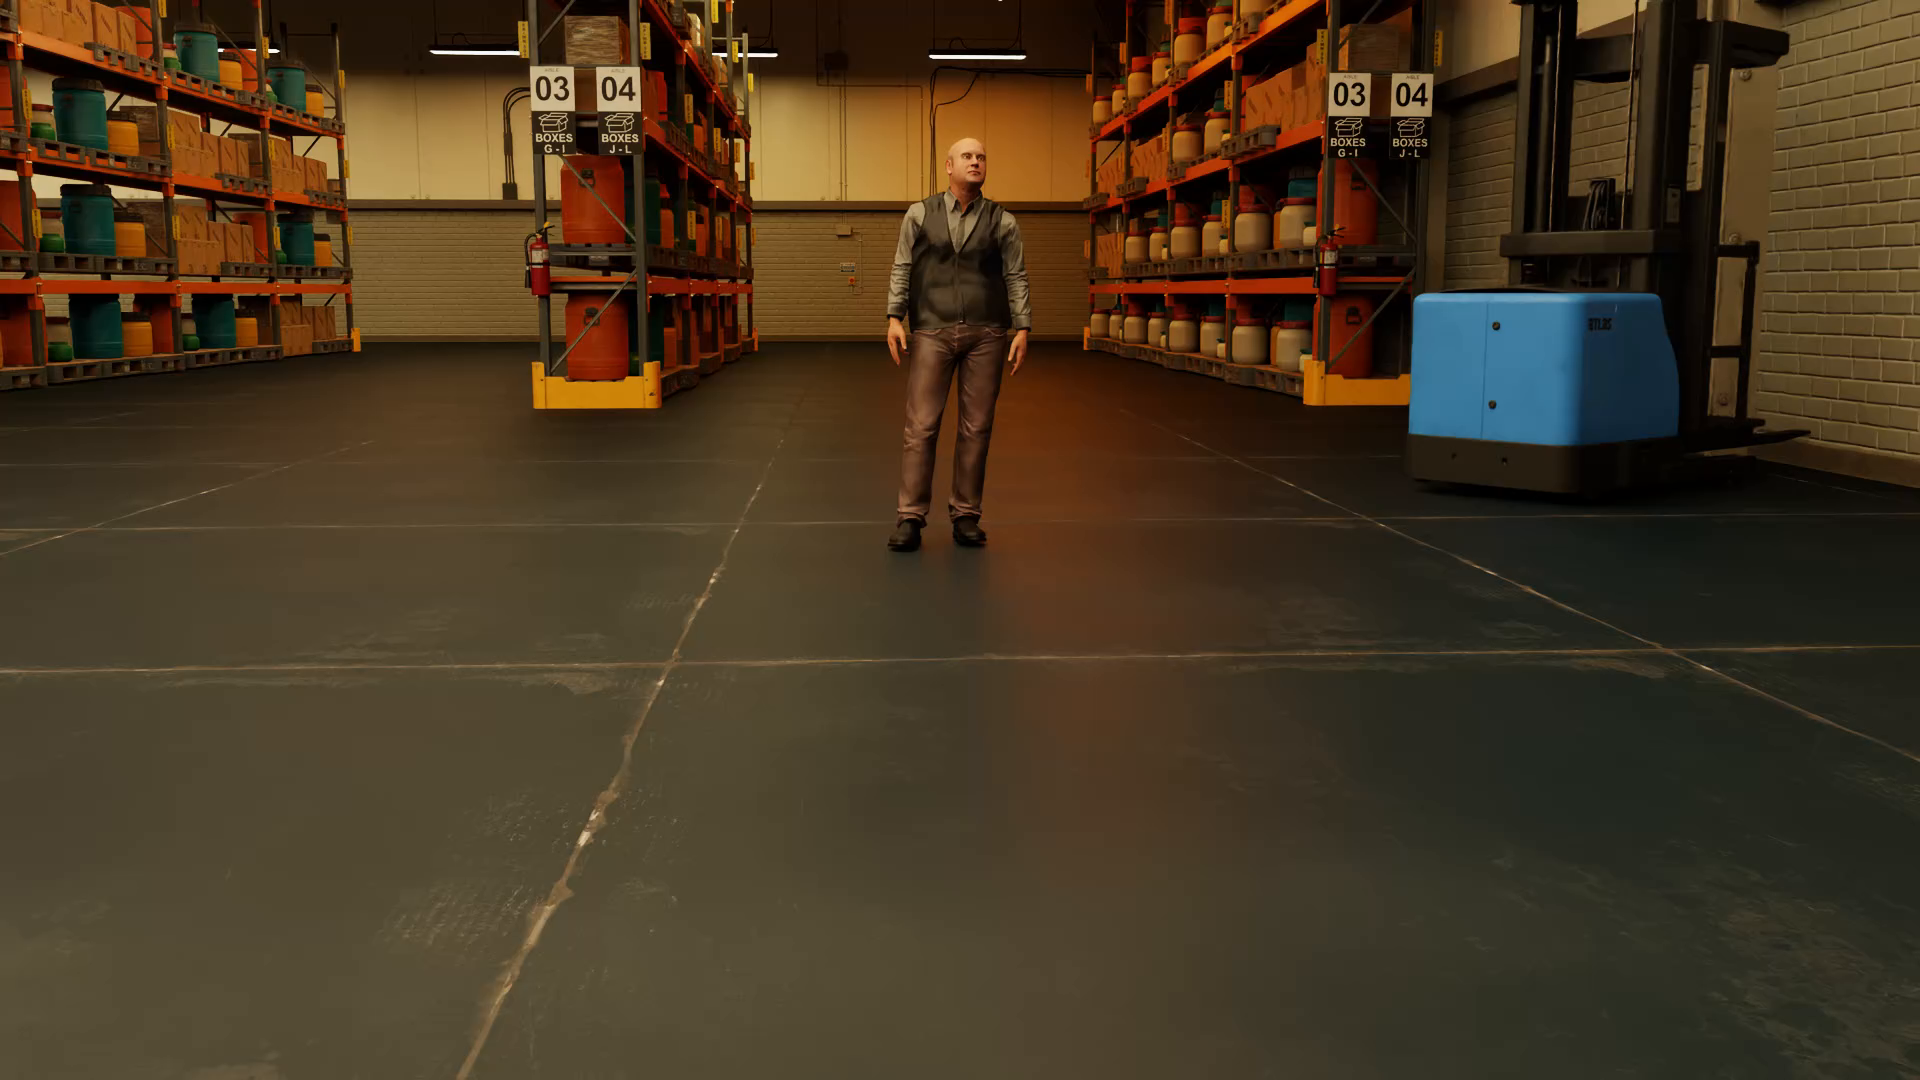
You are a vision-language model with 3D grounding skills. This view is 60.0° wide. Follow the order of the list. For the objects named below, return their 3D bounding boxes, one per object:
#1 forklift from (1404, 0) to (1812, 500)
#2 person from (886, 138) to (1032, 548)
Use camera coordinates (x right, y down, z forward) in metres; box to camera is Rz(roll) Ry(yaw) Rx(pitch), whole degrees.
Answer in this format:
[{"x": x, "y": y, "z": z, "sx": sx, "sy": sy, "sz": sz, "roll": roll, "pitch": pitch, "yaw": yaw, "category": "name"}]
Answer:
[{"x": 3.917, "y": -1.806, "z": 9.496, "sx": 3.031, "sy": 2.935, "sz": 1.130, "roll": -7, "pitch": 11, "yaw": -38, "category": "forklift"}, {"x": -0.004, "y": -0.850, "z": 7.121, "sx": 0.632, "sy": 1.720, "sz": 0.568, "roll": -1, "pitch": 8, "yaw": -4, "category": "person"}]
